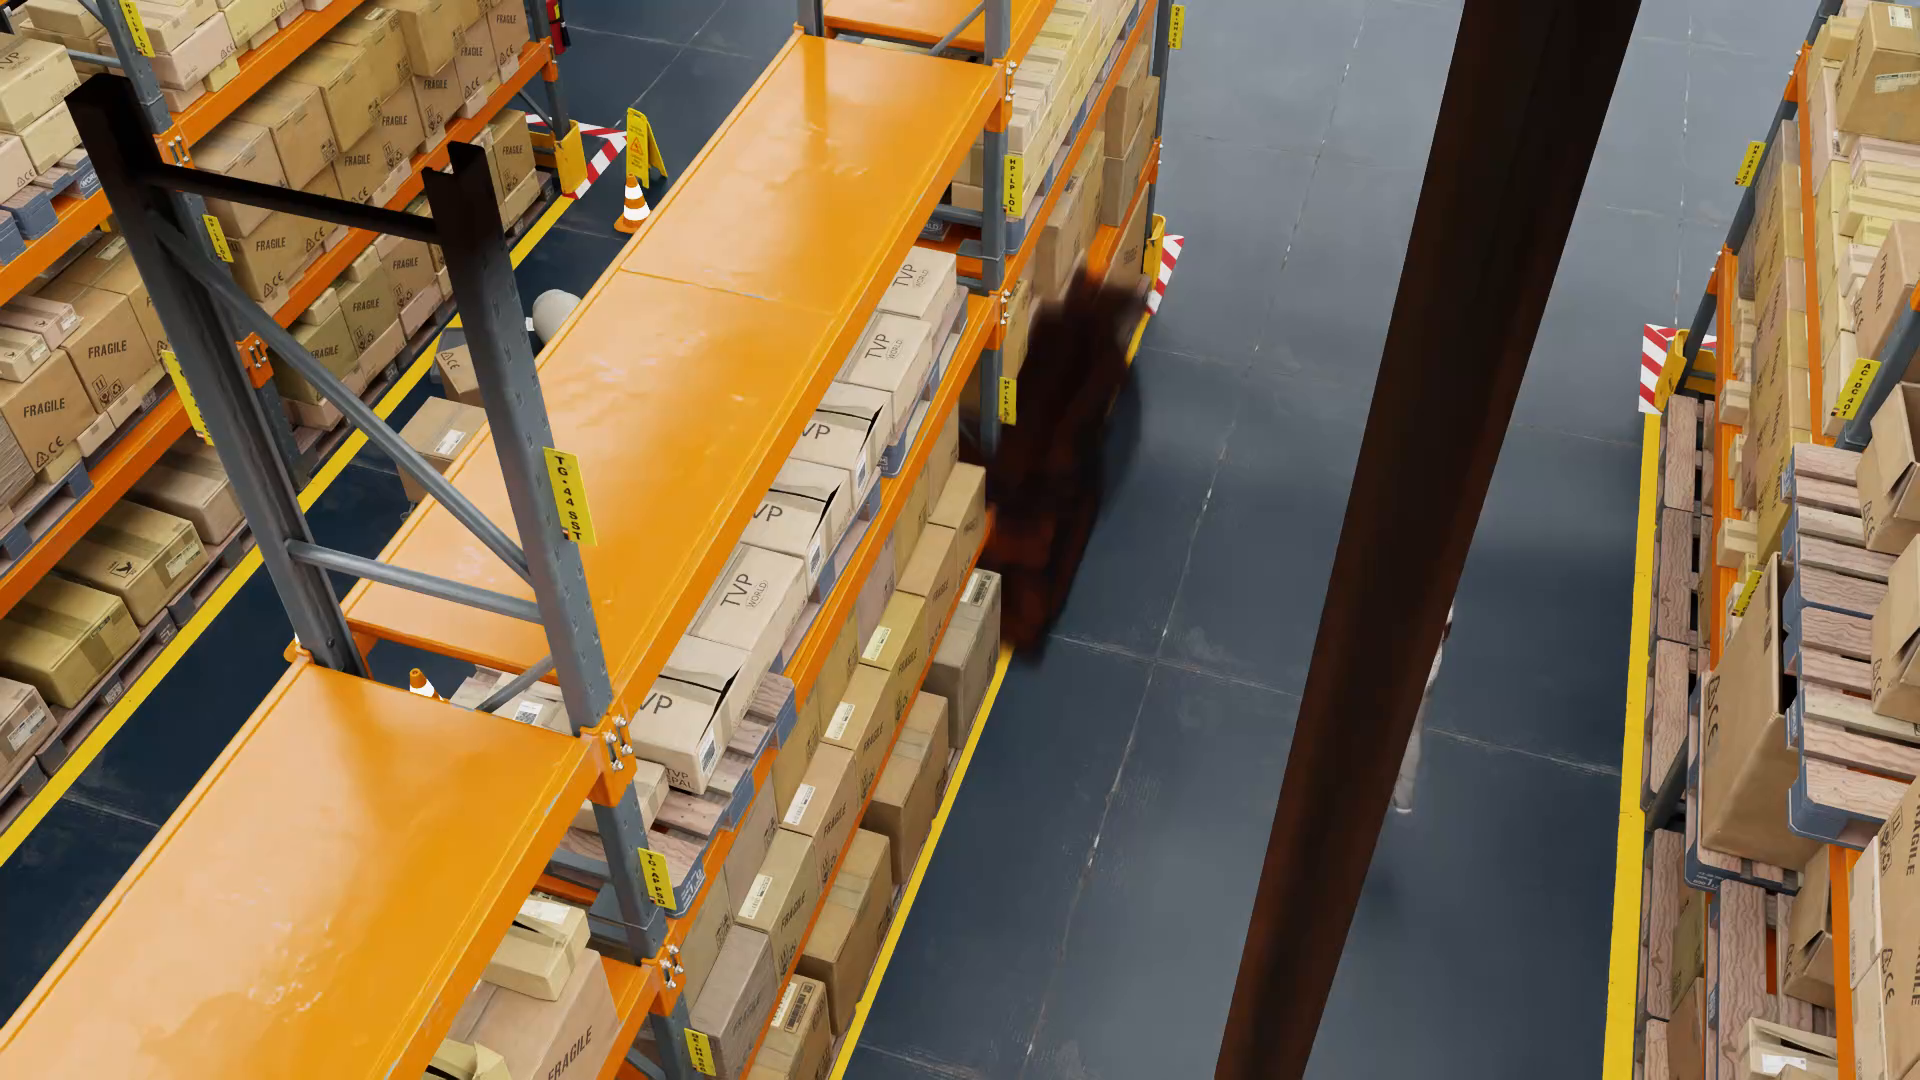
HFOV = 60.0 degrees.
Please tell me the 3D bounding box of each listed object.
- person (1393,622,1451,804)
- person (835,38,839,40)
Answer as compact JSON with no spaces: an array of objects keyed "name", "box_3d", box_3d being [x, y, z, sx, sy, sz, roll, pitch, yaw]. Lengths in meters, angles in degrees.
[{"name":"person","box_3d":[2.360,0.724,8.857,0.474,1.539,0.695,3,46,3]},{"name":"person","box_3d":[-1.334,-5.025,14.934,0.443,1.553,0.591,-2,46,-2]}]
